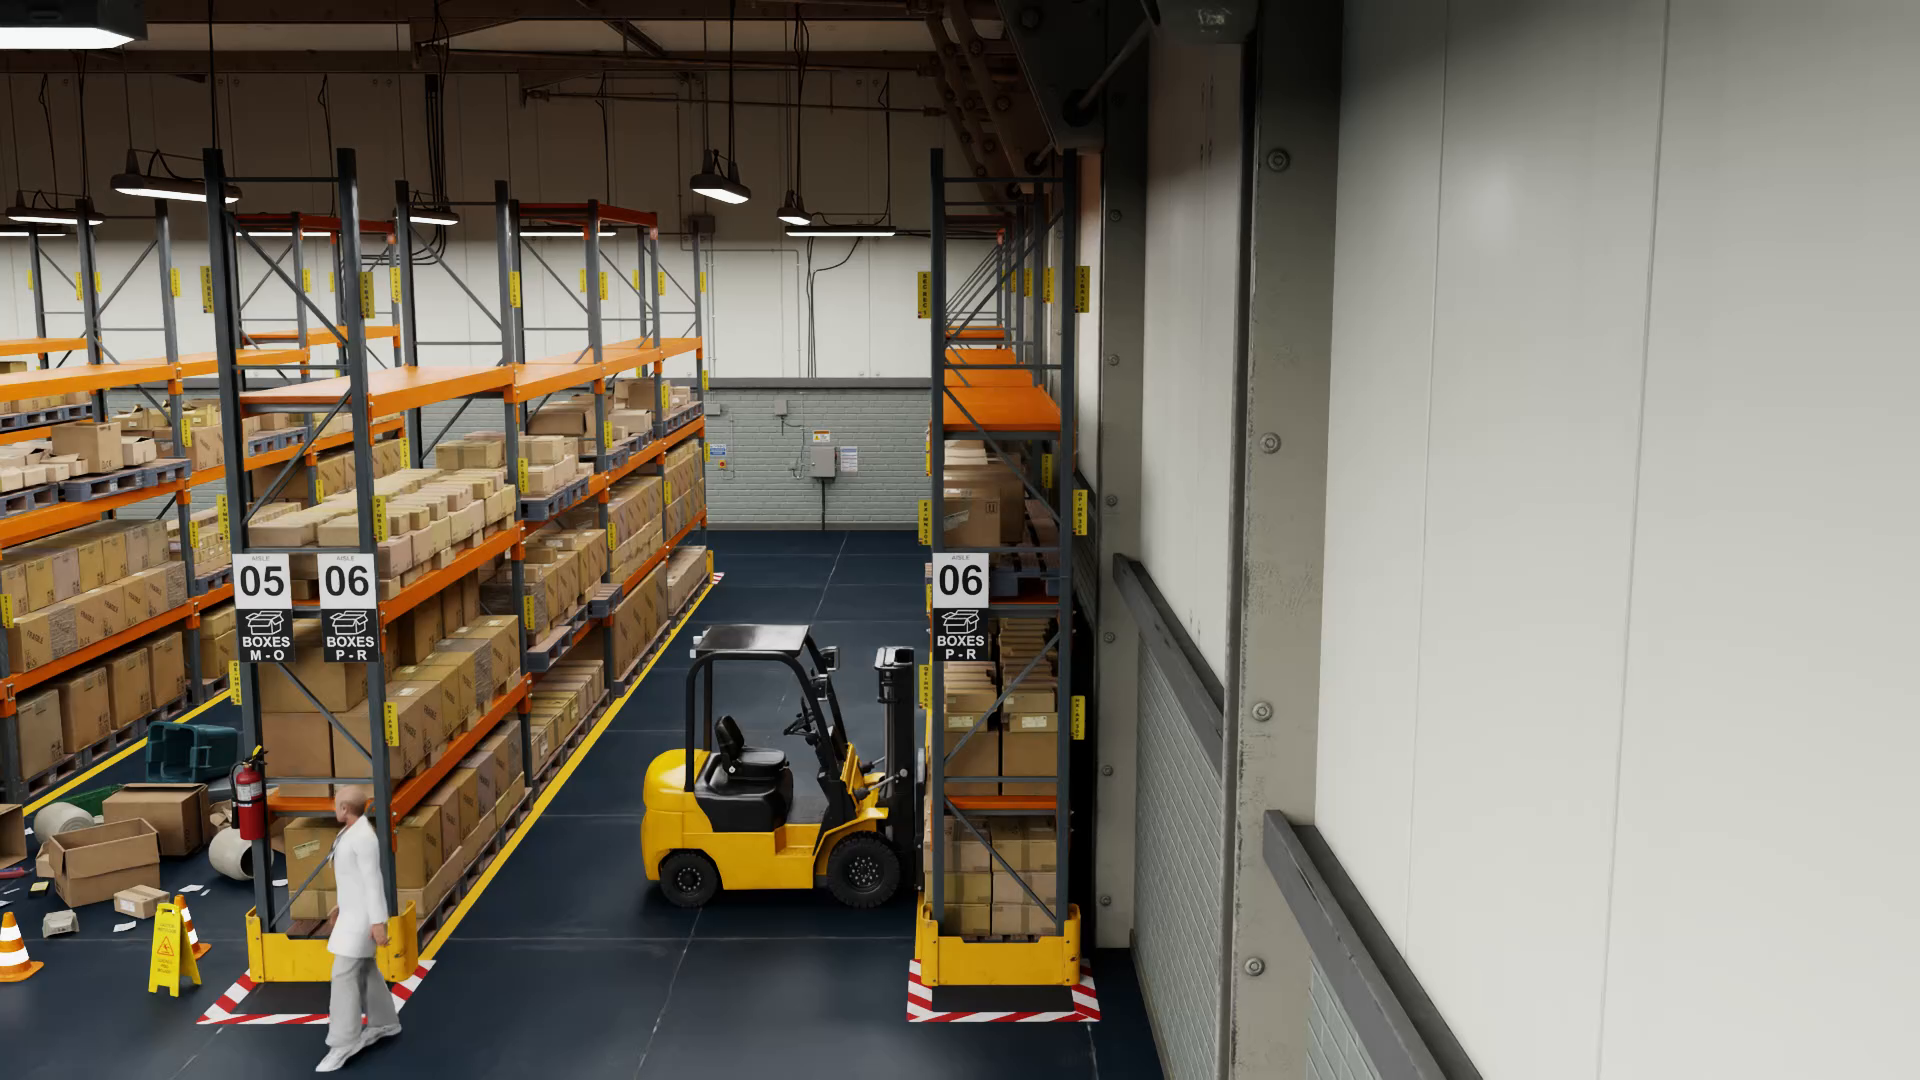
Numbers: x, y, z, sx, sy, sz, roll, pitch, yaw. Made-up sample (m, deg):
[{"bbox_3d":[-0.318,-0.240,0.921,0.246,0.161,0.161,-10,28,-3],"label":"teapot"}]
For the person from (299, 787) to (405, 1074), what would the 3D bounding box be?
[{"bbox_3d":[-4.094,2.576,11.107,0.646,1.759,0.692,-3,10,-16],"label":"person"}]
